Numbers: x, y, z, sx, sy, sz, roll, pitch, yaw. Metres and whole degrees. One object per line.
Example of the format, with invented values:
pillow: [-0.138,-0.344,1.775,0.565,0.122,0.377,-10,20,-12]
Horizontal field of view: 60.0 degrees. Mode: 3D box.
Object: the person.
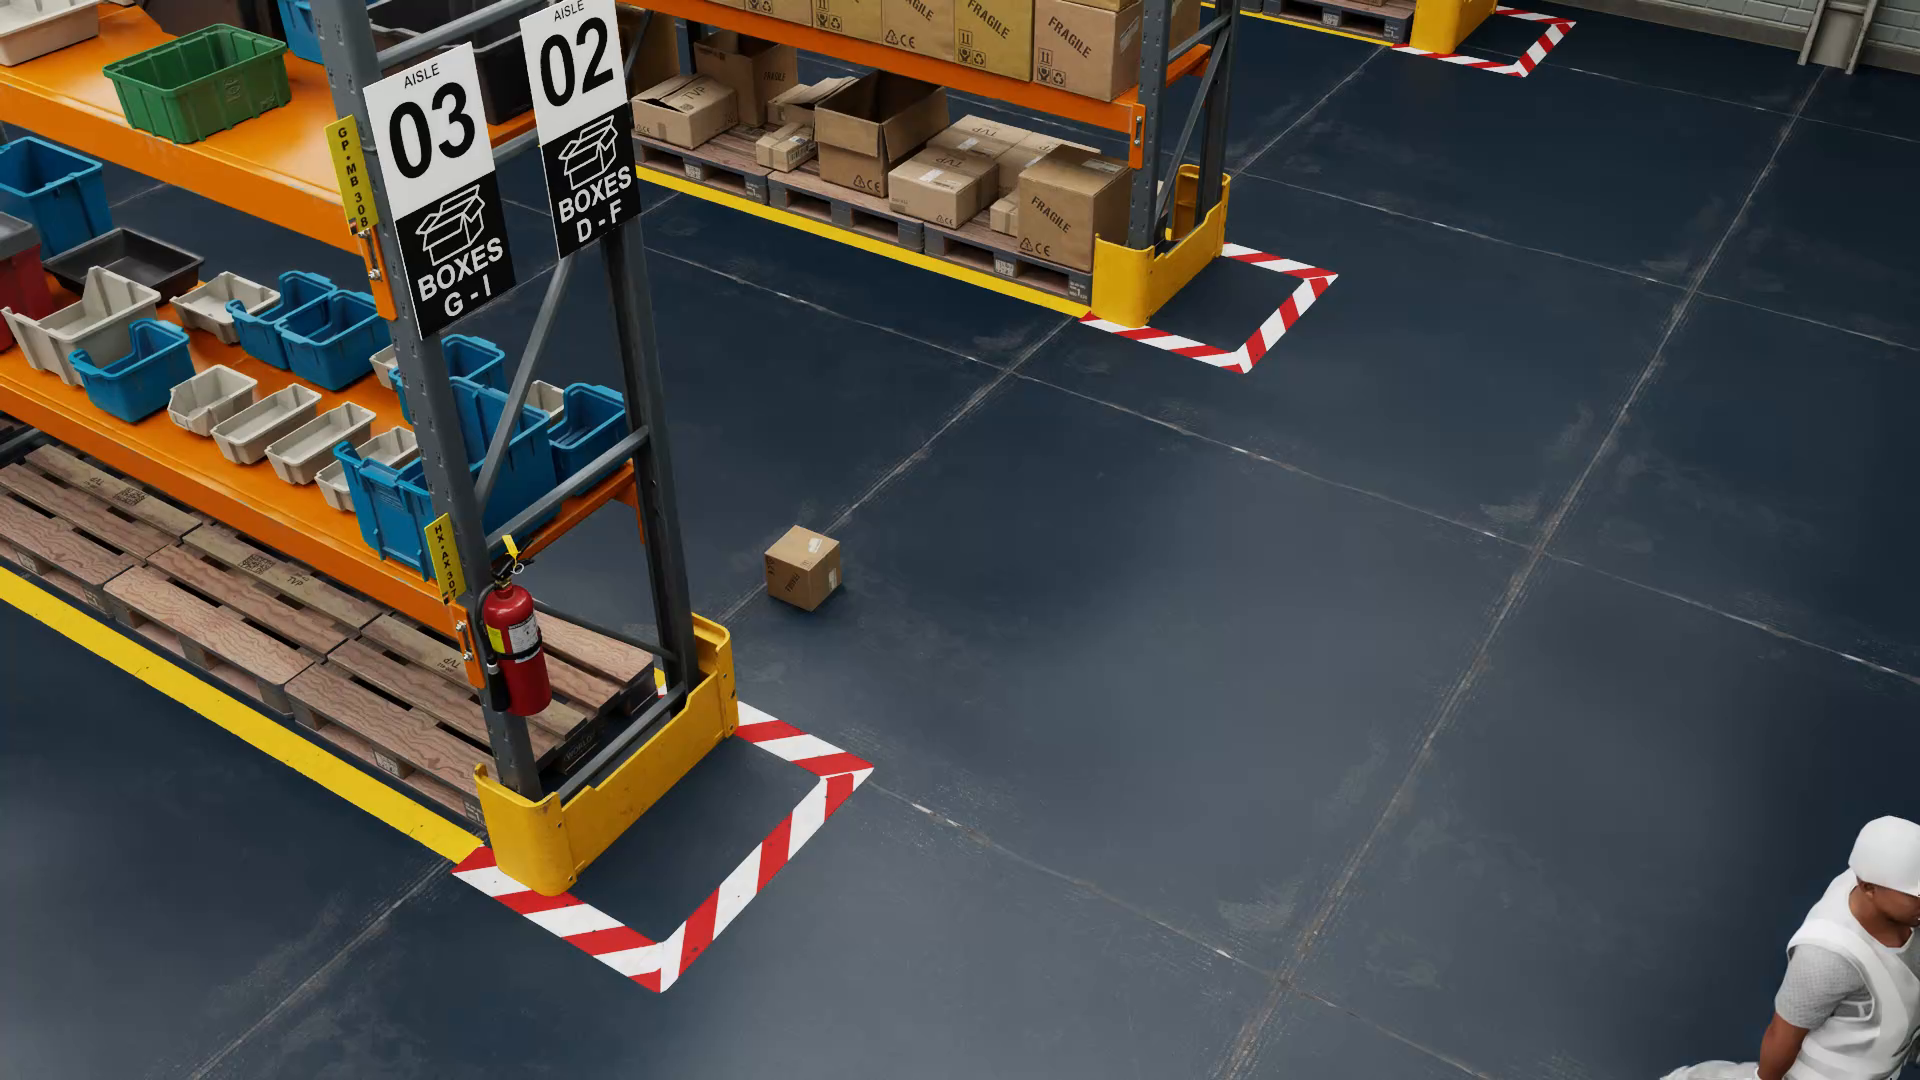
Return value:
person: [2.558,1.486,4.768,0.910,1.756,0.552,30,47,32]
